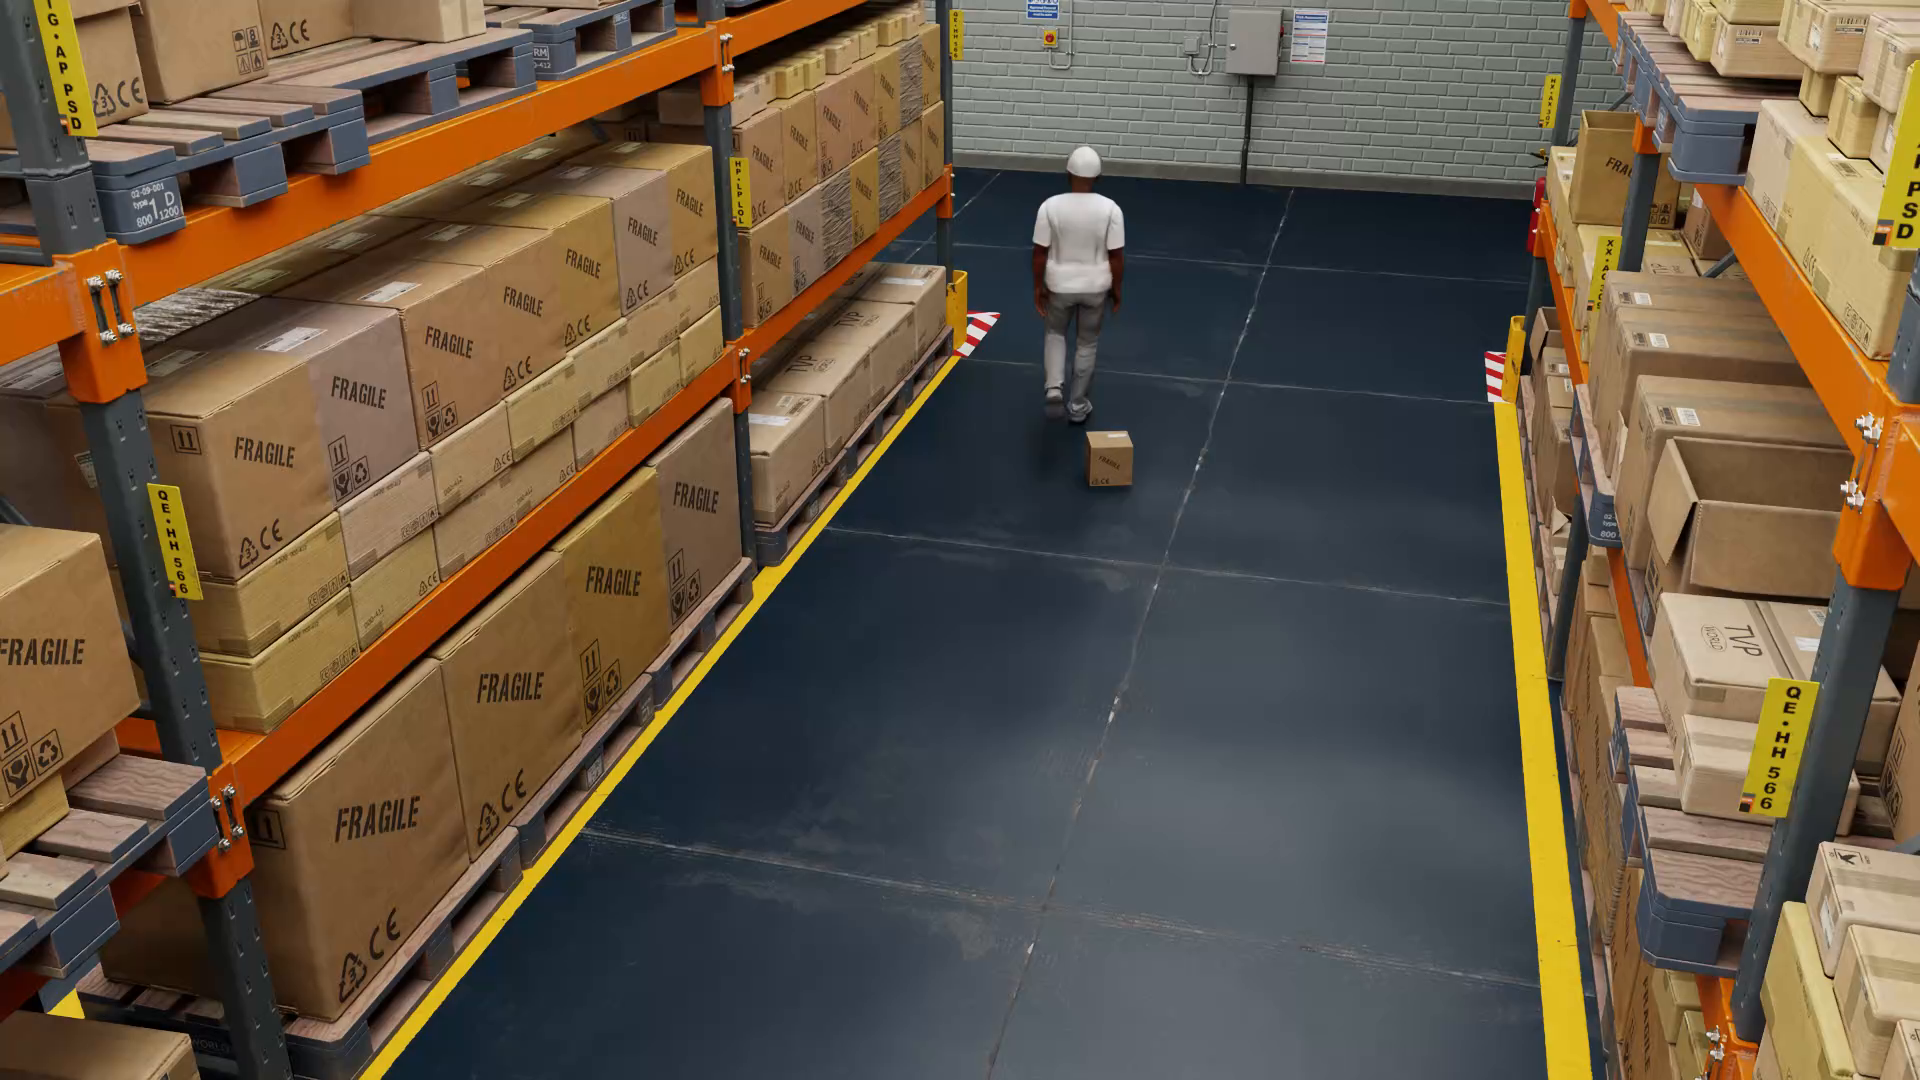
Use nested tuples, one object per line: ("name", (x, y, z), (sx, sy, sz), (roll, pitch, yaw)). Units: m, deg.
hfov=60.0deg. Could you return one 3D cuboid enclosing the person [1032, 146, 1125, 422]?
("person", (0.734, -1.578, 10.385), (0.565, 1.756, 0.493), (3, 25, 7))
